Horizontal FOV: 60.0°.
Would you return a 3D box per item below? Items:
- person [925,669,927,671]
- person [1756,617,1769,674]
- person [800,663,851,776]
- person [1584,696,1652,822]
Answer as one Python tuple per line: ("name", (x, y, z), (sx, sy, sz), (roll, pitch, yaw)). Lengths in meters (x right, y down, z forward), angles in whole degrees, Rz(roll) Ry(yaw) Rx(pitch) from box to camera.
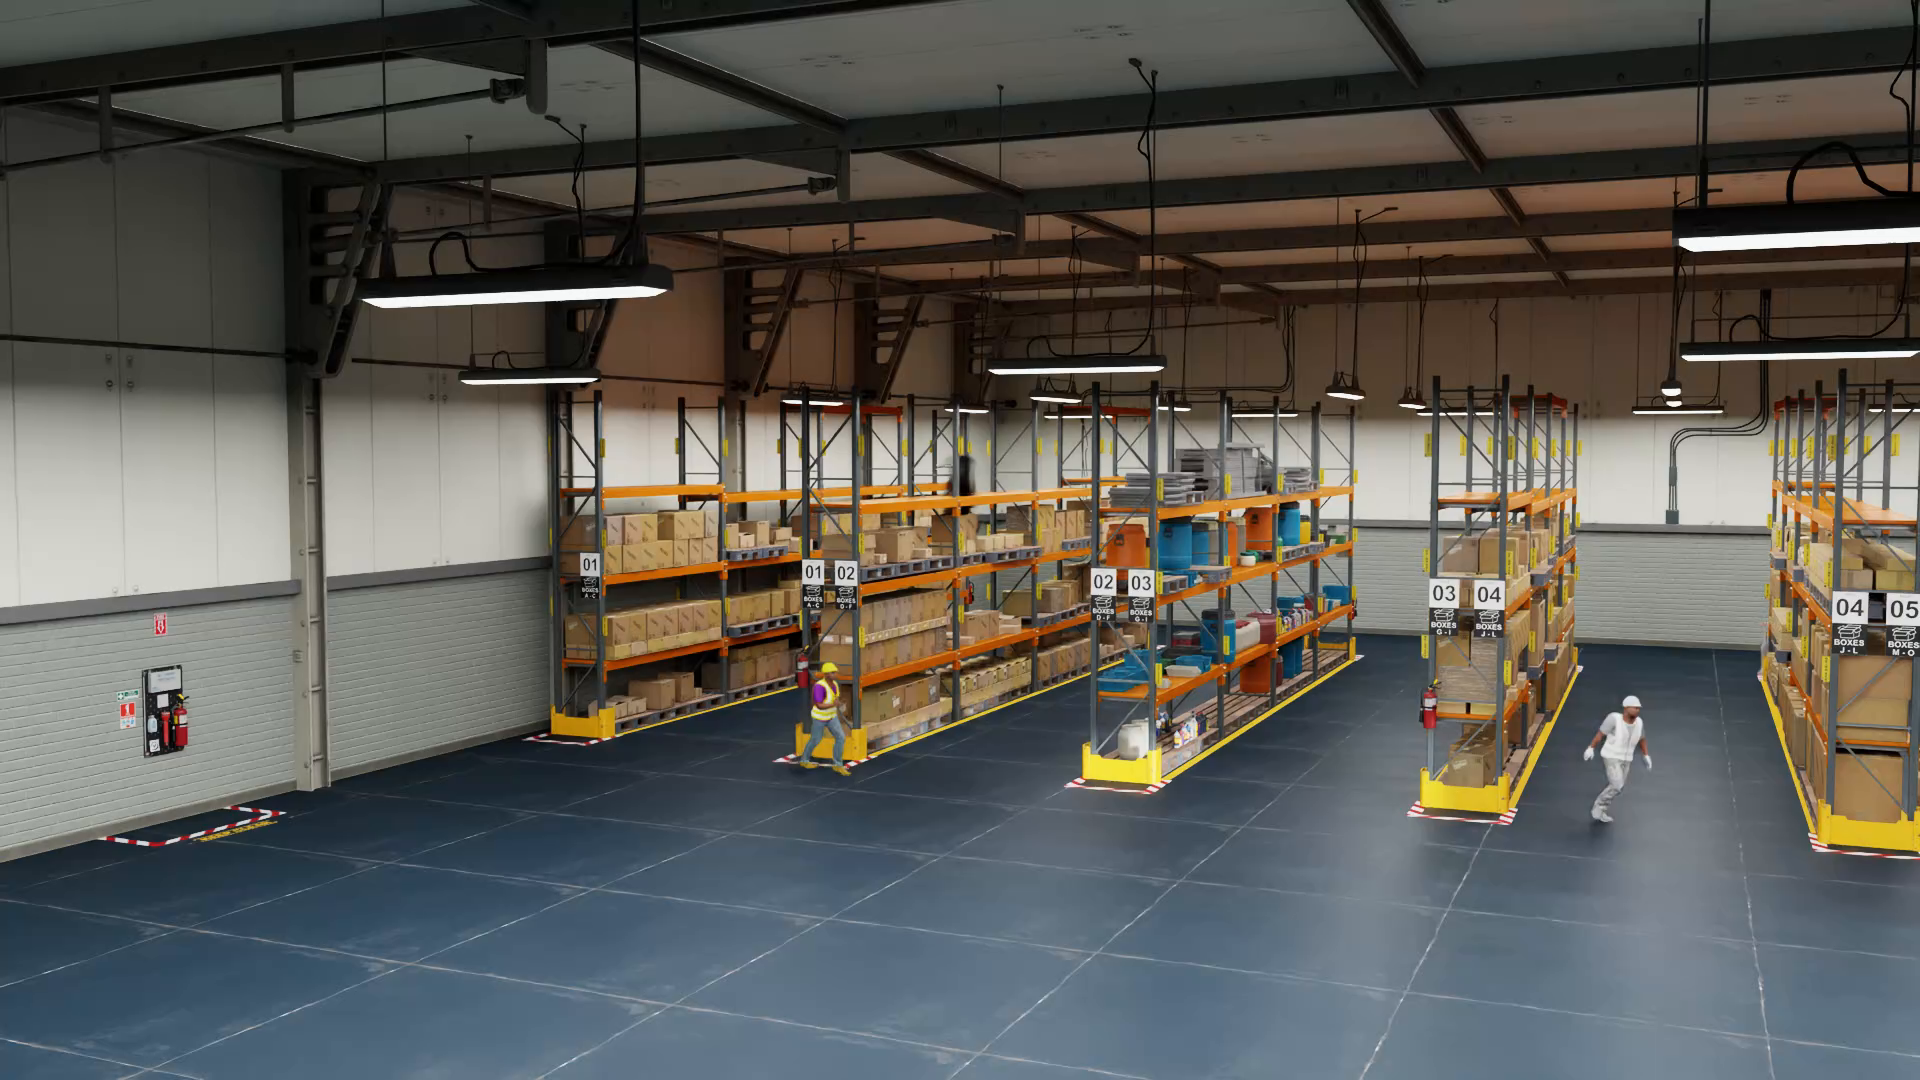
("person", (-0.883, 2.134, 36.820), (0.559, 1.688, 0.688), (1, 3, 13))
("person", (18.015, 2.115, 36.560), (0.769, 1.817, 0.675), (0, 3, 8))
("person", (-2.088, 2.726, 25.389), (0.930, 1.747, 0.706), (2, 4, 37))
("person", (8.773, 2.909, 22.117), (0.655, 1.721, 0.707), (-1, 3, -22))
